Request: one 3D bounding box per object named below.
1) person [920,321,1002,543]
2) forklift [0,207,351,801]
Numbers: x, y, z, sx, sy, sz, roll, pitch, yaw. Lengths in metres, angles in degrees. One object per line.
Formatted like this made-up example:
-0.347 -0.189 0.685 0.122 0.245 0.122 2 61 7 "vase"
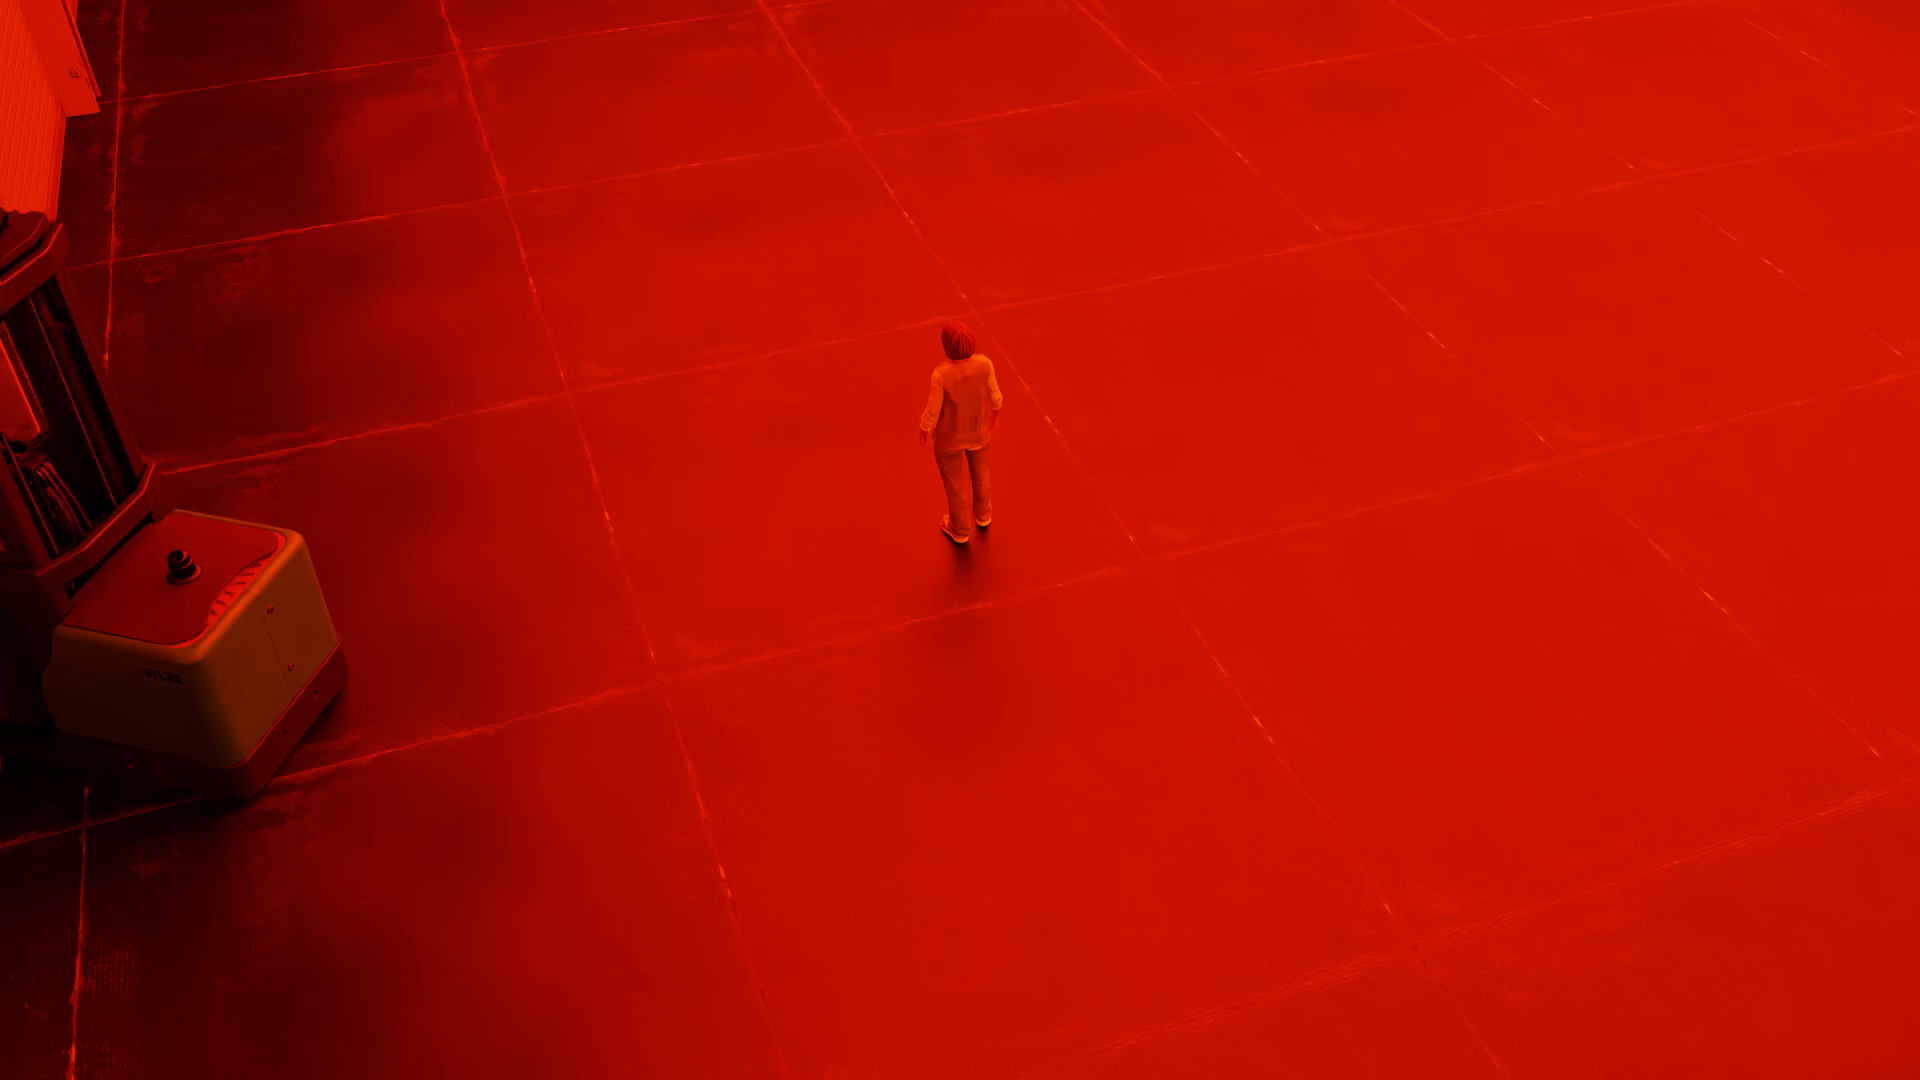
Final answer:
-0.012 -0.665 9.814 0.520 1.597 0.475 -13 42 -15 "person"
-4.975 -0.288 8.339 3.031 2.935 1.130 10 41 11 "forklift"
